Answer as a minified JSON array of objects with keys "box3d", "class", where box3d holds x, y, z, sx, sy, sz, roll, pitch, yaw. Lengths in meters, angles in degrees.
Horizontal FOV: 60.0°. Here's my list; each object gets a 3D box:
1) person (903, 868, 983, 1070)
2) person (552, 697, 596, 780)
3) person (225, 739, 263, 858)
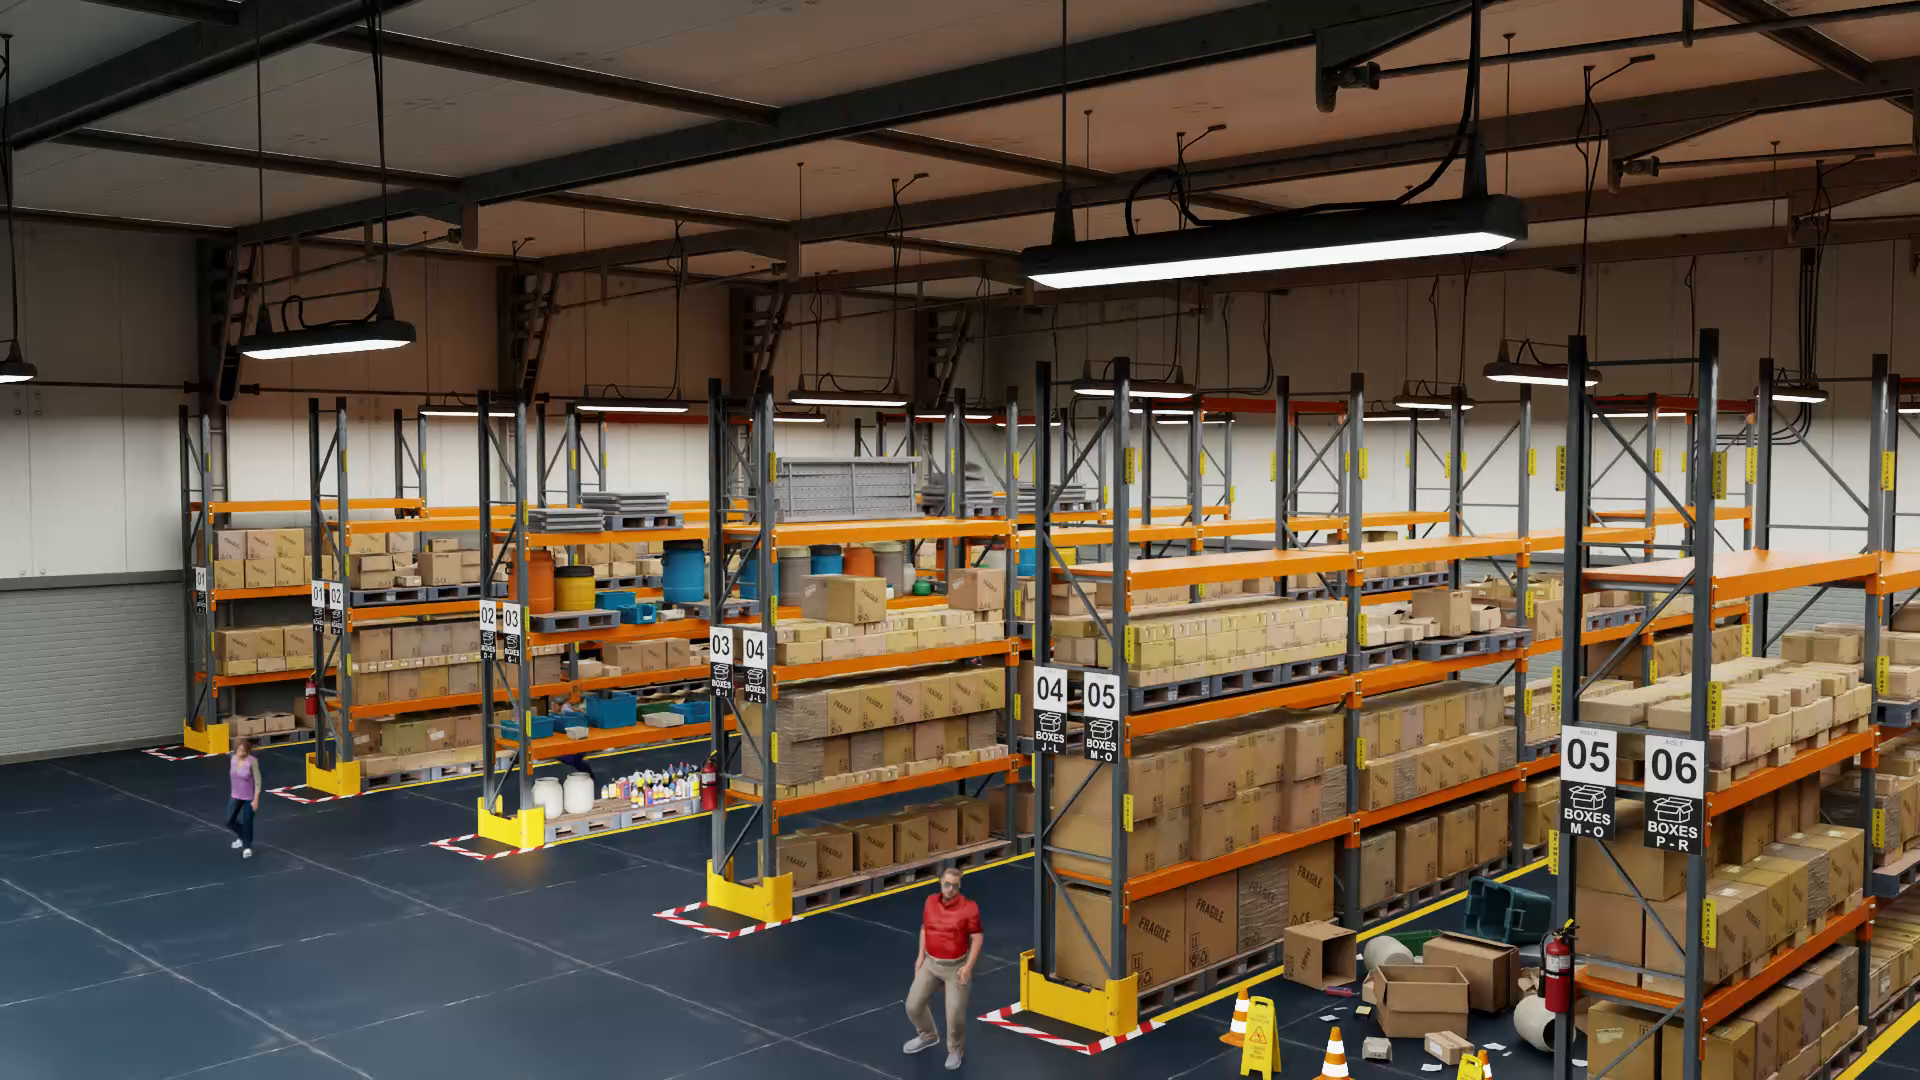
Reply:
[{"box3d":[-0.179,3.593,13.931,0.782,1.717,0.606,1,3,21],"class":"person"},{"box3d":[-6.027,3.103,25.790,0.932,1.402,0.609,-3,4,-42],"class":"person"},{"box3d":[-9.104,3.341,21.161,0.569,1.438,0.534,0,3,6],"class":"person"}]
